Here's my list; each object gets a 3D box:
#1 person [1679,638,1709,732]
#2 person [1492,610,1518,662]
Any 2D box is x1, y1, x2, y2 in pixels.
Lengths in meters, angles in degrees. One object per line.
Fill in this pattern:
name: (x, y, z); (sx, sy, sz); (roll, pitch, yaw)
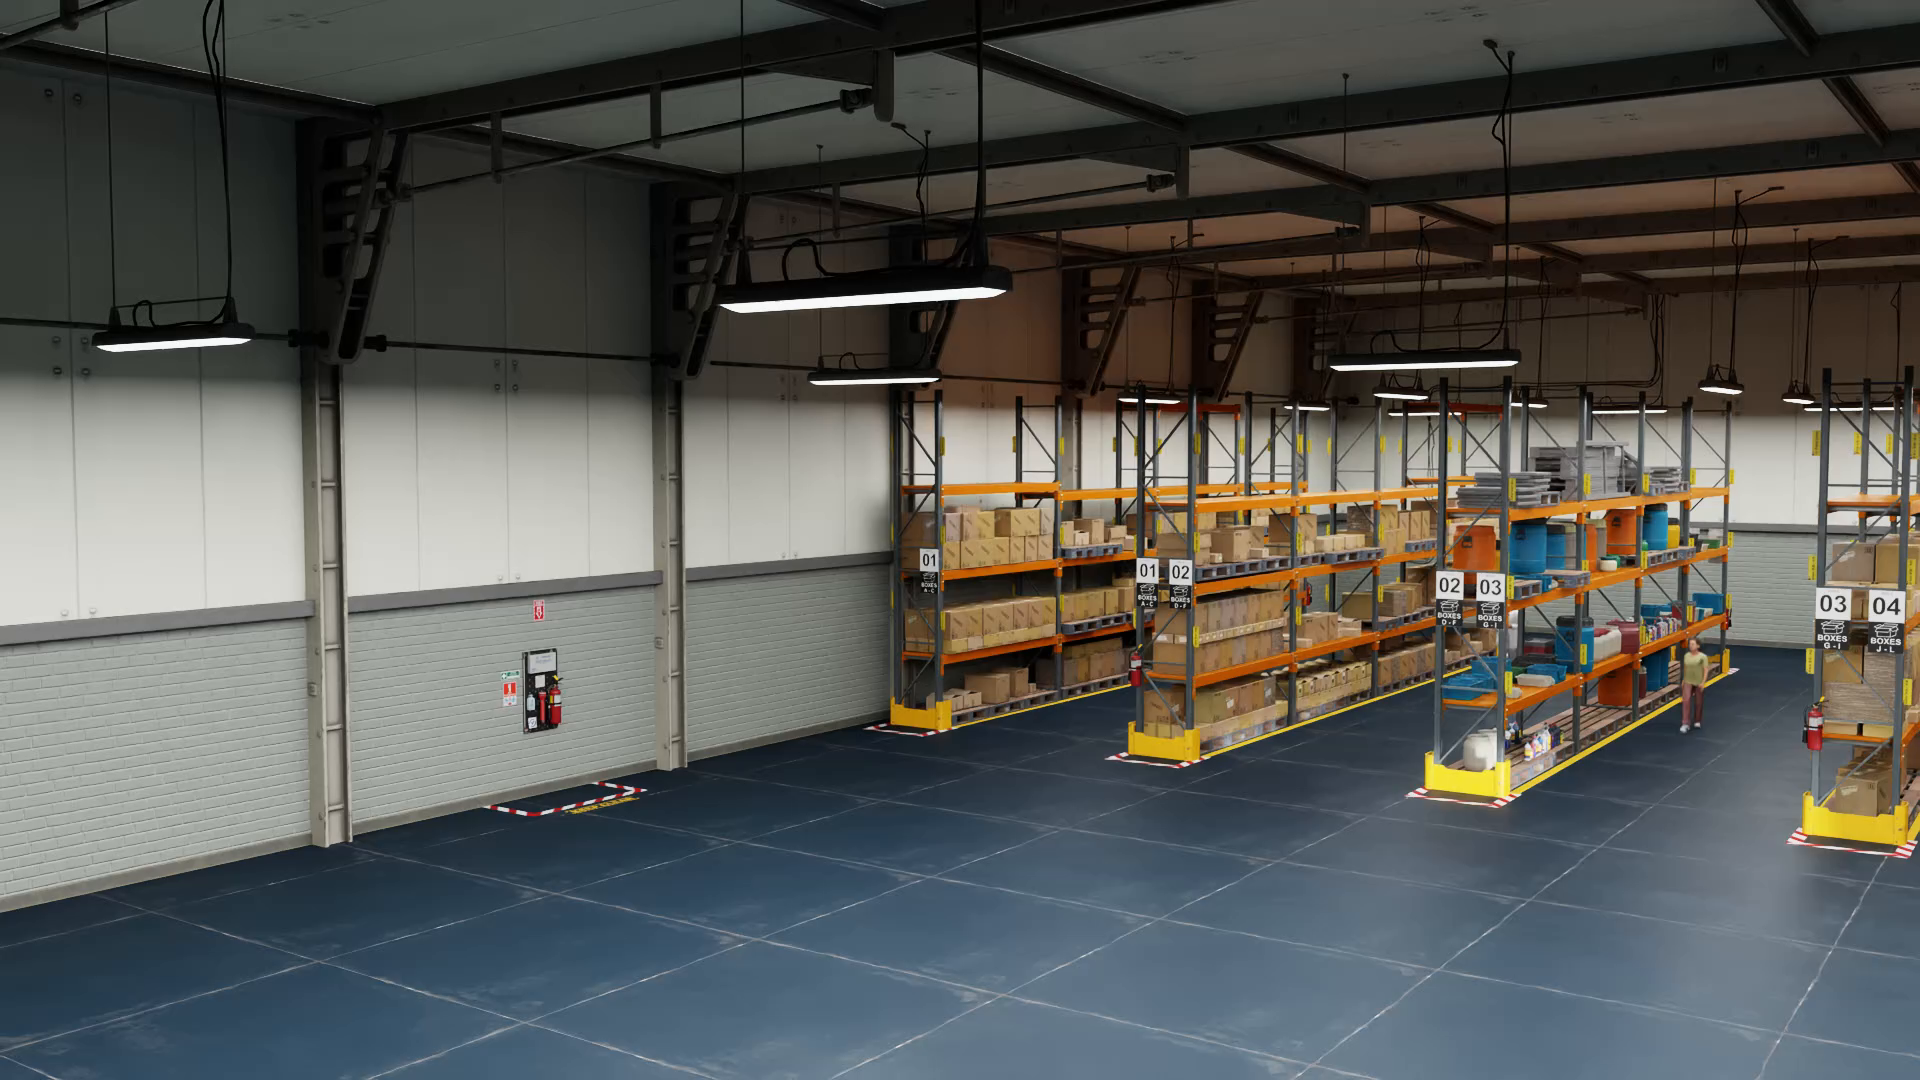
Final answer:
person: (12.892, 2.524, 29.184); (0.455, 1.609, 0.998); (2, 4, 29)
person: (11.878, 2.117, 36.023); (0.669, 1.783, 1.051); (1, 4, 24)
